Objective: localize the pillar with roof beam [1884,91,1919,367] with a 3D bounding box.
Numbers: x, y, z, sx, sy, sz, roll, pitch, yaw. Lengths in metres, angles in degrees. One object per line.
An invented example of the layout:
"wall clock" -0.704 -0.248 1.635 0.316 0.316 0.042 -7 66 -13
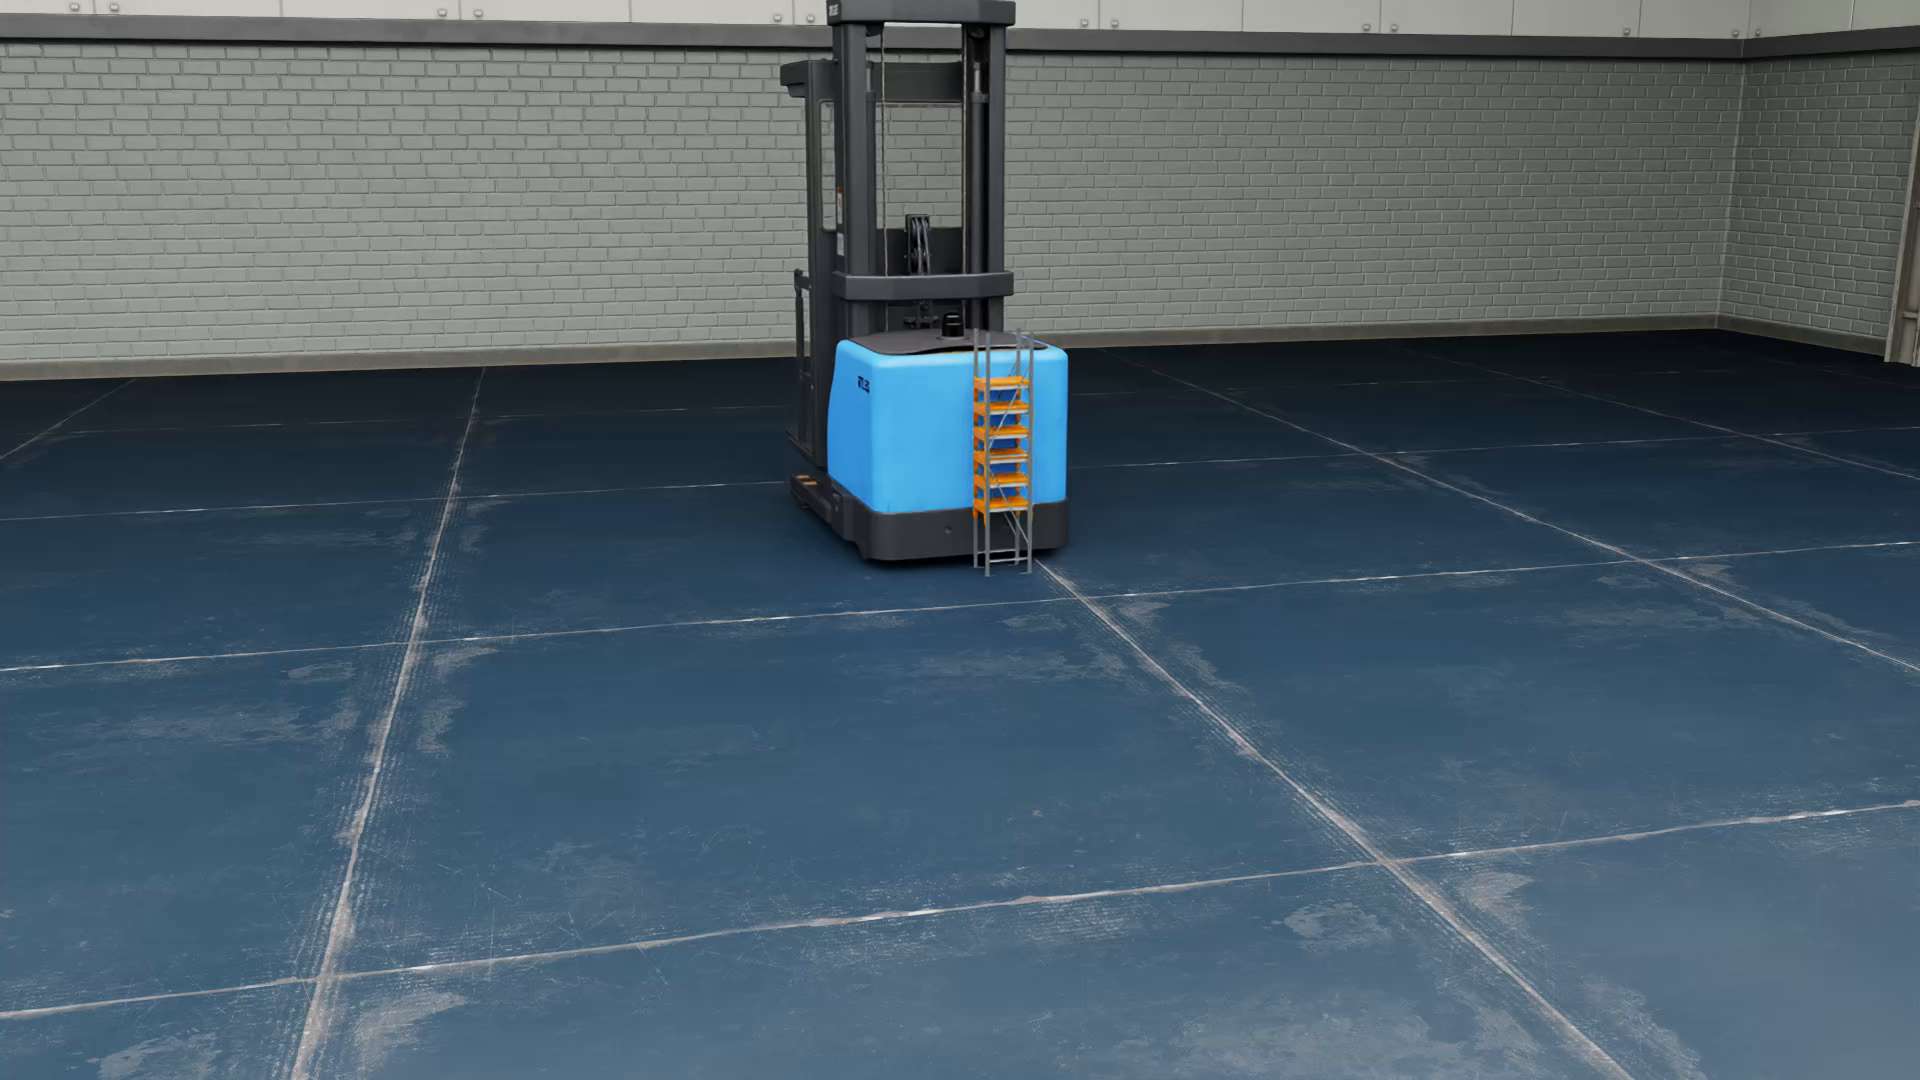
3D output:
"pillar with roof beam" 4.868 -5.810 13.748 9.100 9.000 0.400 -3 14 -13

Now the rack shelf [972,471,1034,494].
"rack shelf" 0.210 -0.267 8.183 0.258 0.103 0.180 -4 14 -17

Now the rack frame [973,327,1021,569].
"rack frame" 0.183 -0.447 8.229 0.240 1.200 0.006 -4 14 -17

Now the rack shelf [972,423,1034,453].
"rack shelf" 0.210 -0.500 8.126 0.258 0.103 0.180 -4 14 -17

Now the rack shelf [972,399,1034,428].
"rack shelf" 0.210 -0.616 8.098 0.258 0.103 0.180 -4 14 -17

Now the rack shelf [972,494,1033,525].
"rack shelf" 0.210 -0.150 8.212 0.258 0.103 0.180 -4 14 -17

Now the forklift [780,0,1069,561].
"forklift" -0.373 -1.625 9.403 1.130 2.935 3.031 -4 14 -17

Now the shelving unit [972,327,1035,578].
"shelving unit" 0.210 -0.426 8.144 0.258 1.200 0.189 -4 14 -17

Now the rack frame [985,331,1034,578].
"rack frame" 0.238 -0.406 8.060 0.240 1.200 0.006 -4 14 -17

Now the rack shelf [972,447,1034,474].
"rack shelf" 0.210 -0.383 8.155 0.258 0.103 0.180 -4 14 -17

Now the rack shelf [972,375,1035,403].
"rack shelf" 0.210 -0.733 8.069 0.258 0.103 0.180 -4 14 -17
